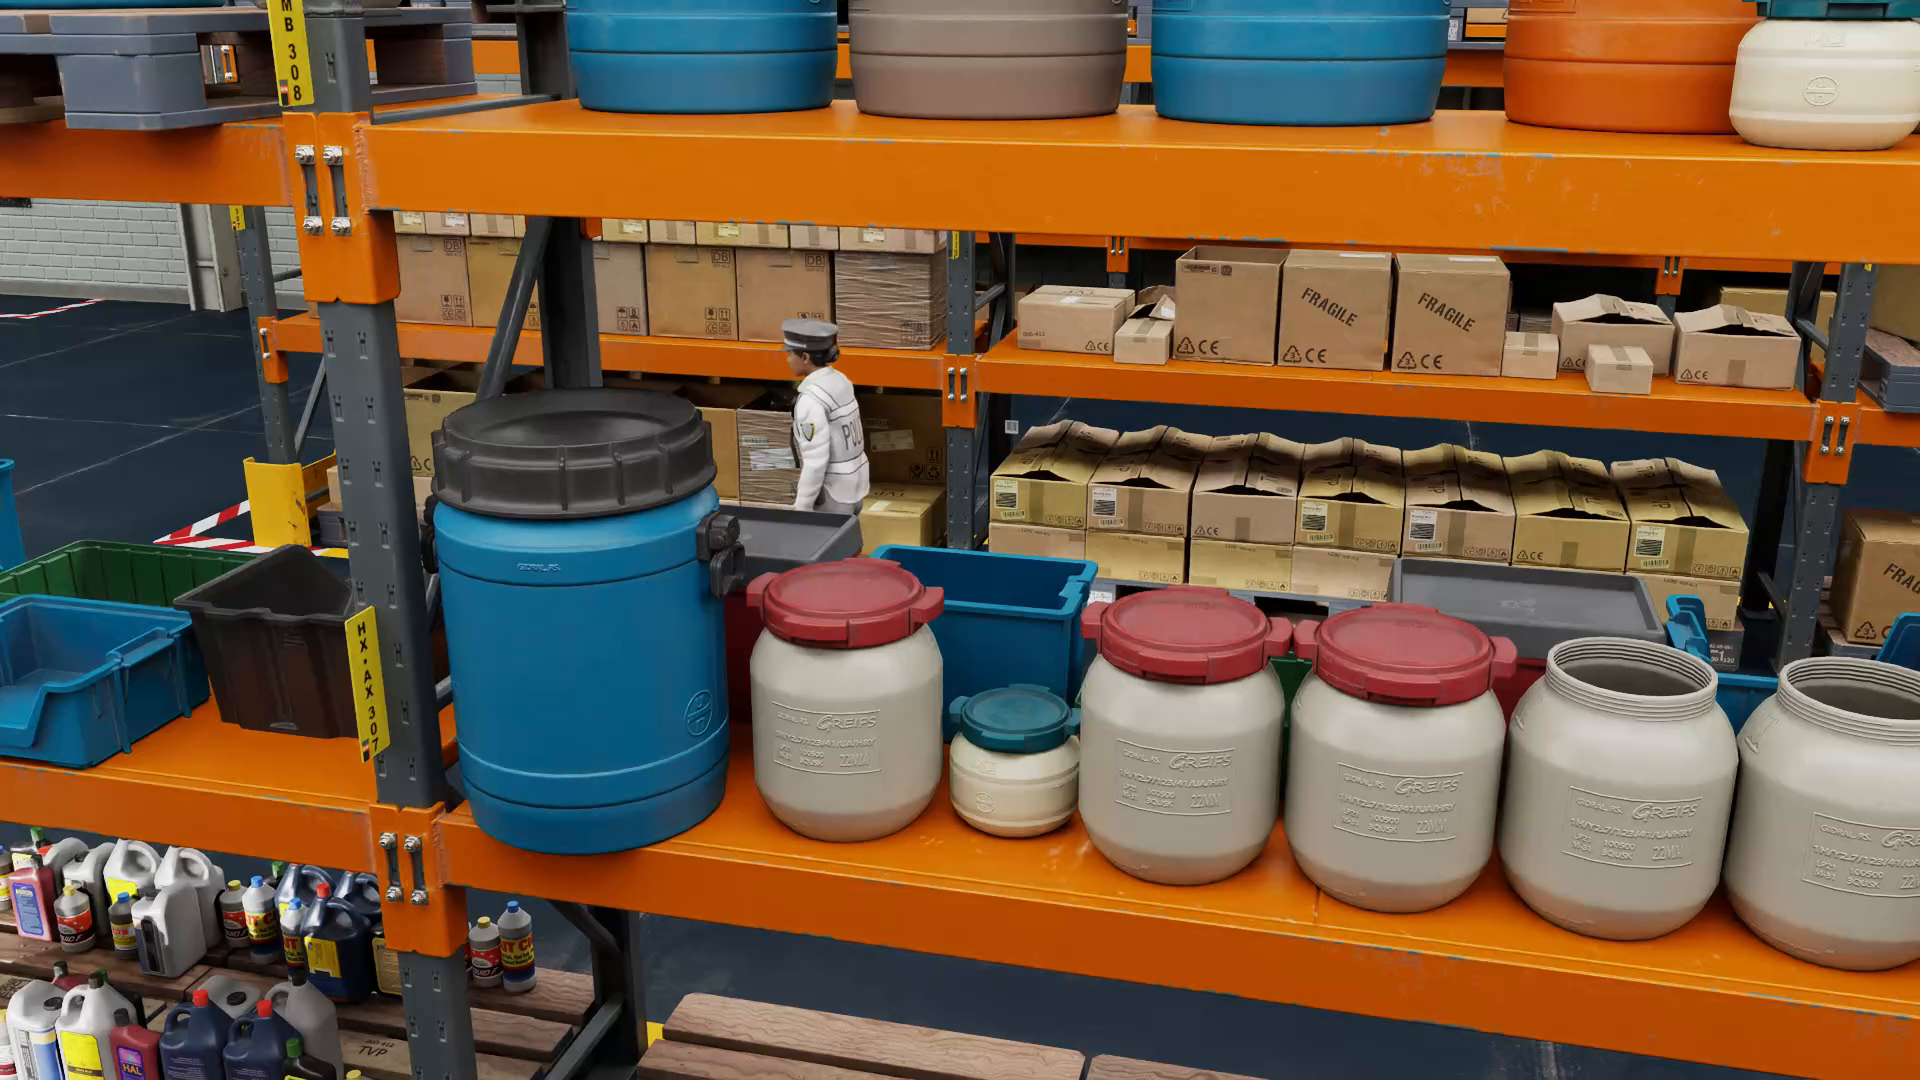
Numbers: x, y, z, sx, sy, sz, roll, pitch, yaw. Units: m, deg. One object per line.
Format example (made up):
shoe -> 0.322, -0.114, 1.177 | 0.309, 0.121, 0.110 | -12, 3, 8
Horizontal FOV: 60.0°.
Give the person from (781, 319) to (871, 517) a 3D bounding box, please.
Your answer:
person -> -0.607, -0.181, 7.596 | 0.376, 1.663, 0.526 | 5, 19, 15
